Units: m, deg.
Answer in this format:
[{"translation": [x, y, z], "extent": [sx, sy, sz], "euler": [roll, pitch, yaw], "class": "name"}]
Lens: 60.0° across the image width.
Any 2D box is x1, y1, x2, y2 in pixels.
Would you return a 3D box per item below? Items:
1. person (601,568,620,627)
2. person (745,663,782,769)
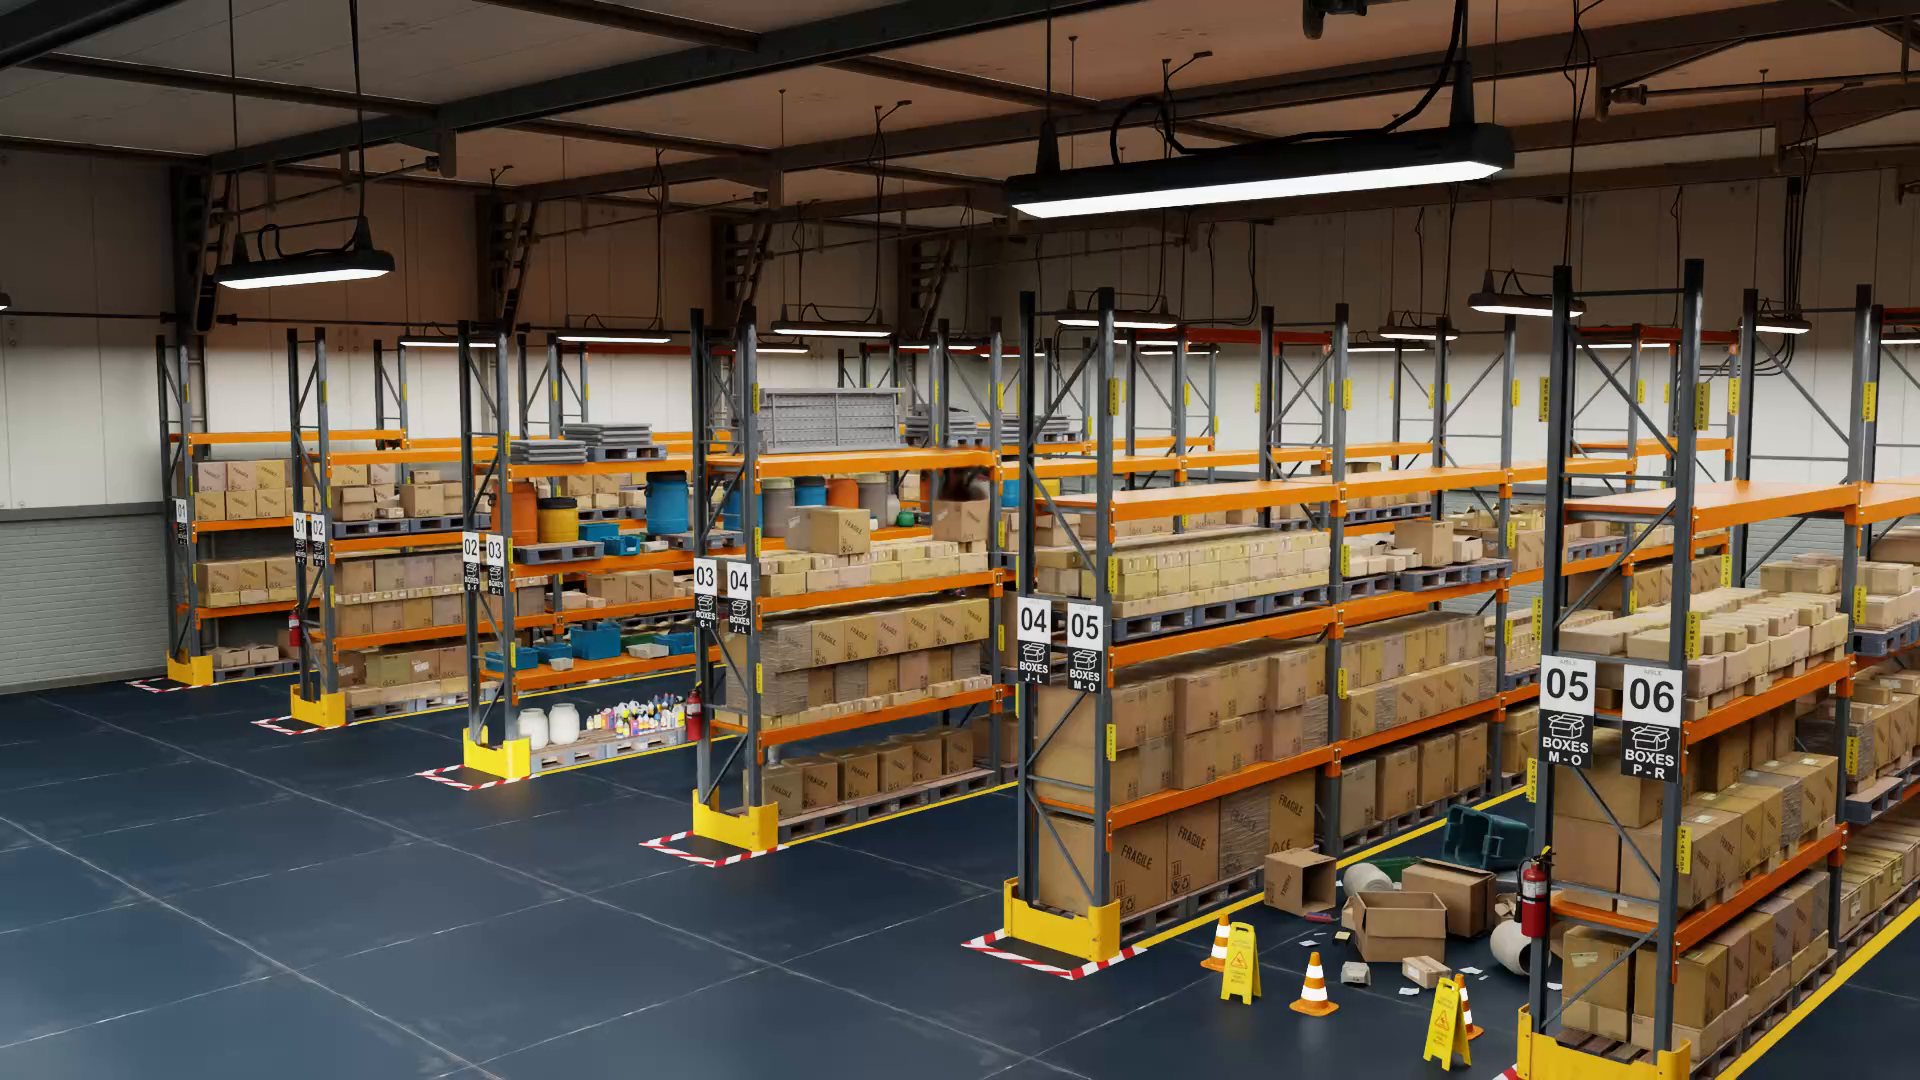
[{"translation": [-6.984, 1.262, 33.018], "extent": [0.472, 1.622, 0.978], "euler": [4, 7, 36], "class": "person"}, {"translation": [-2.320, 2.240, 20.363], "extent": [1.324, 2.141, 3.856], "euler": [-2, 6, -22], "class": "person"}]
